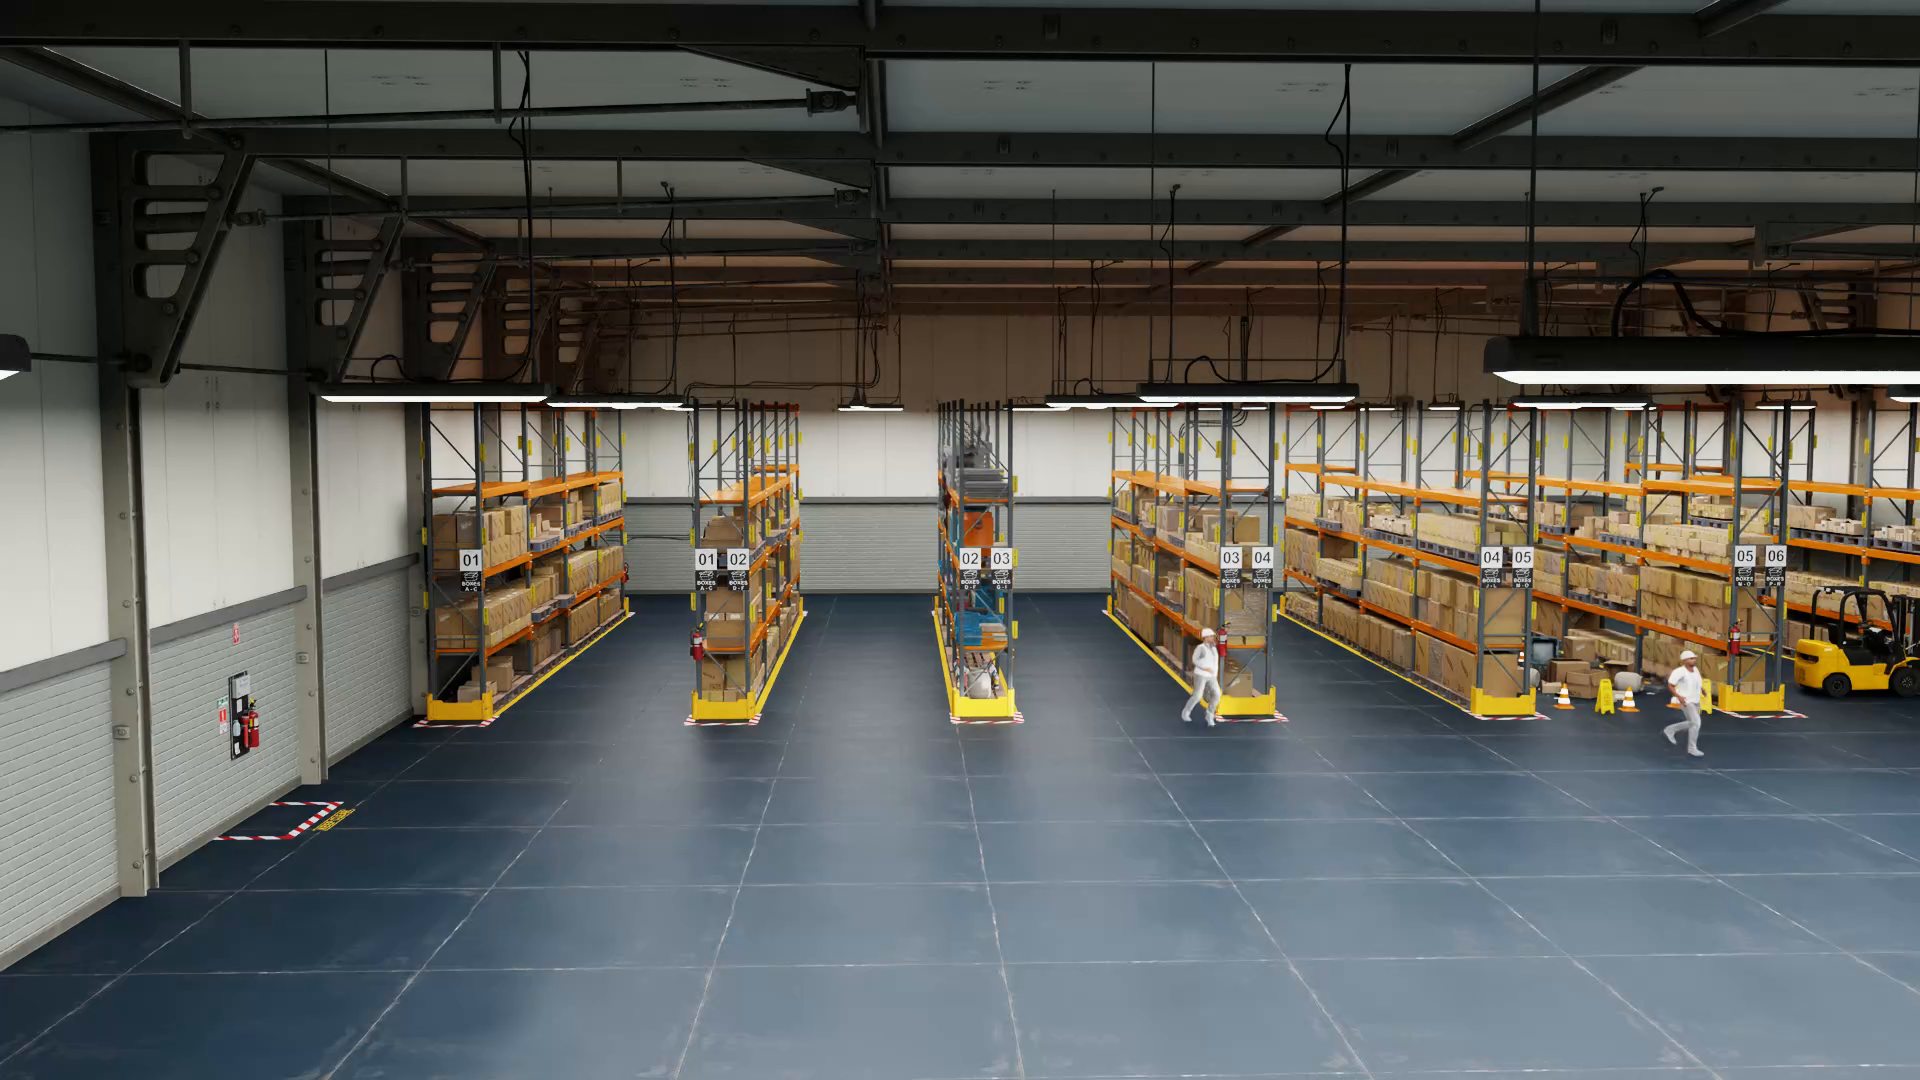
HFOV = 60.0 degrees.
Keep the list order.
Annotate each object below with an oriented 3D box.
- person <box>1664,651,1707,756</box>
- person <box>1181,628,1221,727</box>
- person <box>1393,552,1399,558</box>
[{"bbox_3d":[12.253,2.730,28.067,0.692,1.754,0.751,-3,5,-35],"label":"person"},{"bbox_3d":[4.535,2.530,30.706,0.726,1.798,0.704,-3,5,-37],"label":"person"},{"bbox_3d":[13.036,1.167,49.149,0.723,1.709,0.625,0,4,5],"label":"person"}]
